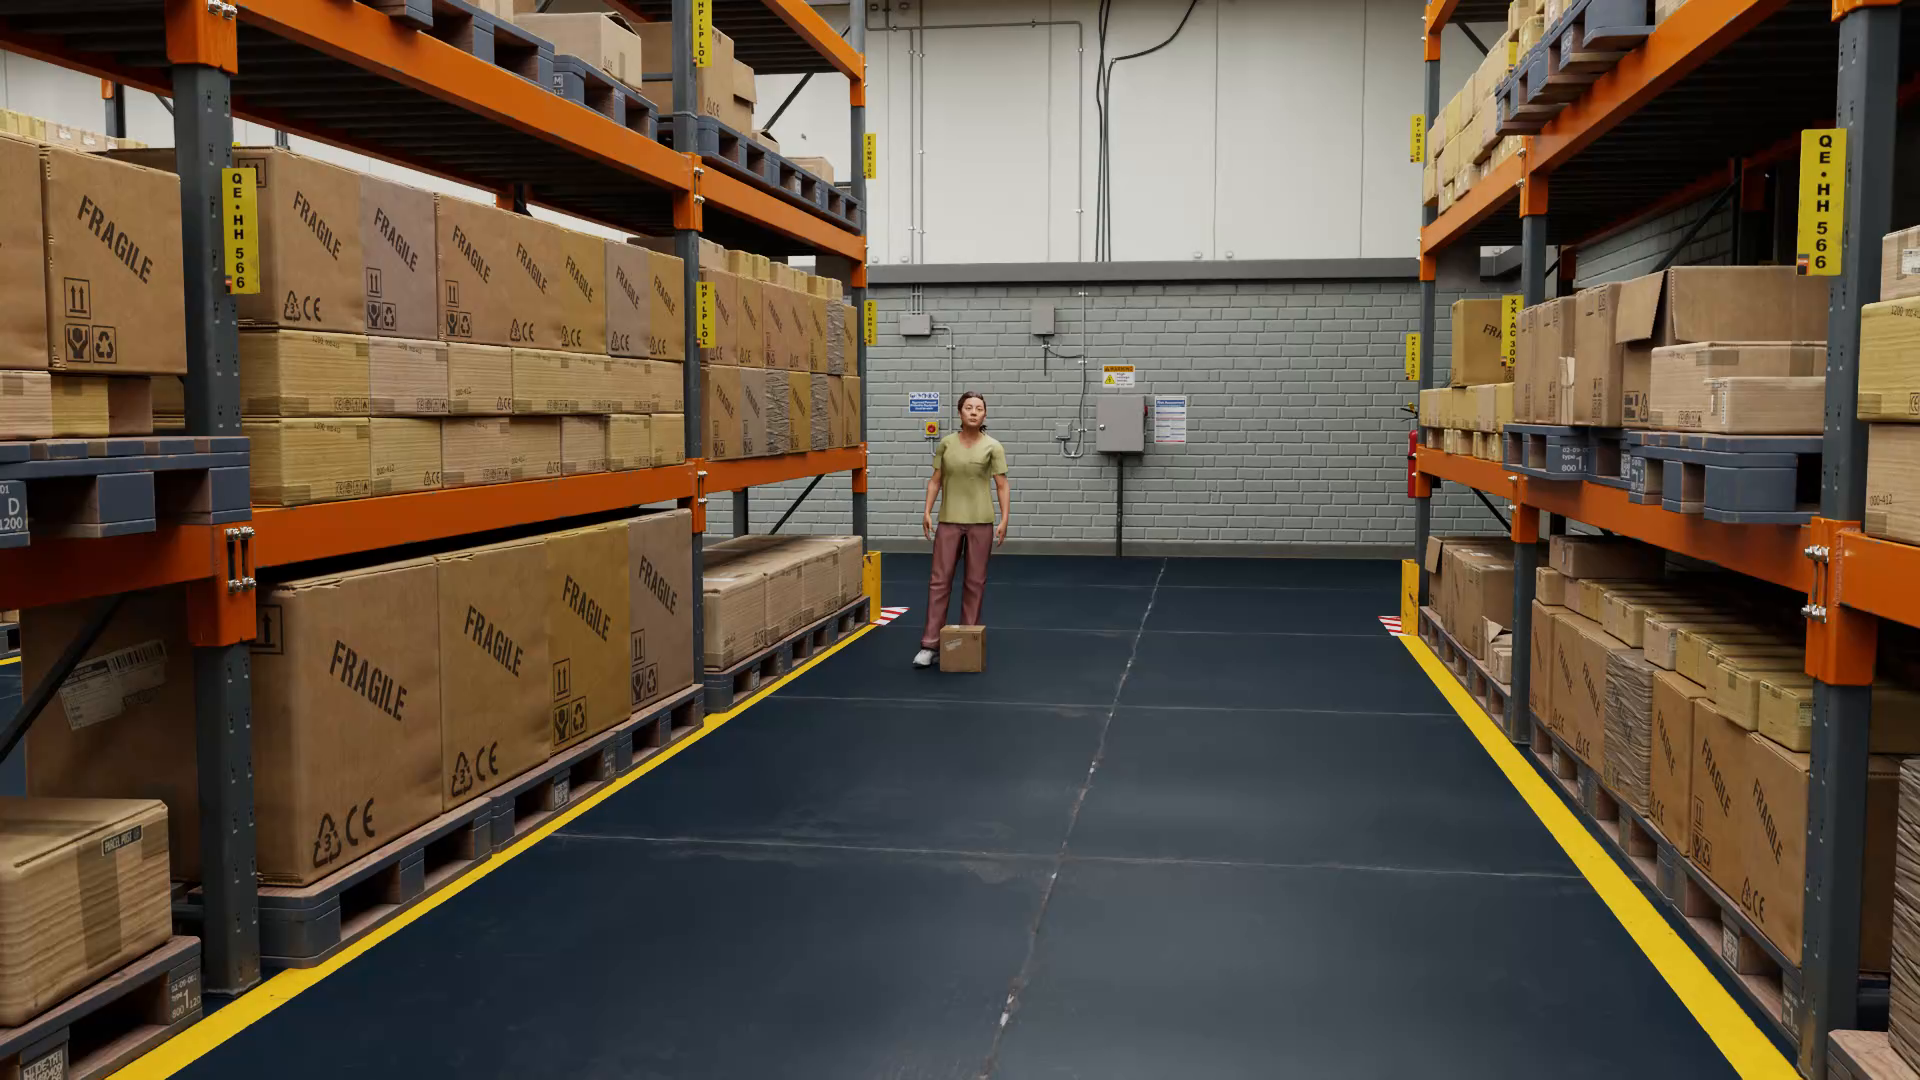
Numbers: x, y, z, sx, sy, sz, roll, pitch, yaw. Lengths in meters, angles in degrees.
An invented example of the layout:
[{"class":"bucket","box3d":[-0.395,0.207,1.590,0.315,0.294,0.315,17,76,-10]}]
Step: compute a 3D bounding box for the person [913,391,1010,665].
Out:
[{"class":"person","box3d":[0.020,-0.078,10.234,0.555,1.675,0.549,1,5,9]}]
